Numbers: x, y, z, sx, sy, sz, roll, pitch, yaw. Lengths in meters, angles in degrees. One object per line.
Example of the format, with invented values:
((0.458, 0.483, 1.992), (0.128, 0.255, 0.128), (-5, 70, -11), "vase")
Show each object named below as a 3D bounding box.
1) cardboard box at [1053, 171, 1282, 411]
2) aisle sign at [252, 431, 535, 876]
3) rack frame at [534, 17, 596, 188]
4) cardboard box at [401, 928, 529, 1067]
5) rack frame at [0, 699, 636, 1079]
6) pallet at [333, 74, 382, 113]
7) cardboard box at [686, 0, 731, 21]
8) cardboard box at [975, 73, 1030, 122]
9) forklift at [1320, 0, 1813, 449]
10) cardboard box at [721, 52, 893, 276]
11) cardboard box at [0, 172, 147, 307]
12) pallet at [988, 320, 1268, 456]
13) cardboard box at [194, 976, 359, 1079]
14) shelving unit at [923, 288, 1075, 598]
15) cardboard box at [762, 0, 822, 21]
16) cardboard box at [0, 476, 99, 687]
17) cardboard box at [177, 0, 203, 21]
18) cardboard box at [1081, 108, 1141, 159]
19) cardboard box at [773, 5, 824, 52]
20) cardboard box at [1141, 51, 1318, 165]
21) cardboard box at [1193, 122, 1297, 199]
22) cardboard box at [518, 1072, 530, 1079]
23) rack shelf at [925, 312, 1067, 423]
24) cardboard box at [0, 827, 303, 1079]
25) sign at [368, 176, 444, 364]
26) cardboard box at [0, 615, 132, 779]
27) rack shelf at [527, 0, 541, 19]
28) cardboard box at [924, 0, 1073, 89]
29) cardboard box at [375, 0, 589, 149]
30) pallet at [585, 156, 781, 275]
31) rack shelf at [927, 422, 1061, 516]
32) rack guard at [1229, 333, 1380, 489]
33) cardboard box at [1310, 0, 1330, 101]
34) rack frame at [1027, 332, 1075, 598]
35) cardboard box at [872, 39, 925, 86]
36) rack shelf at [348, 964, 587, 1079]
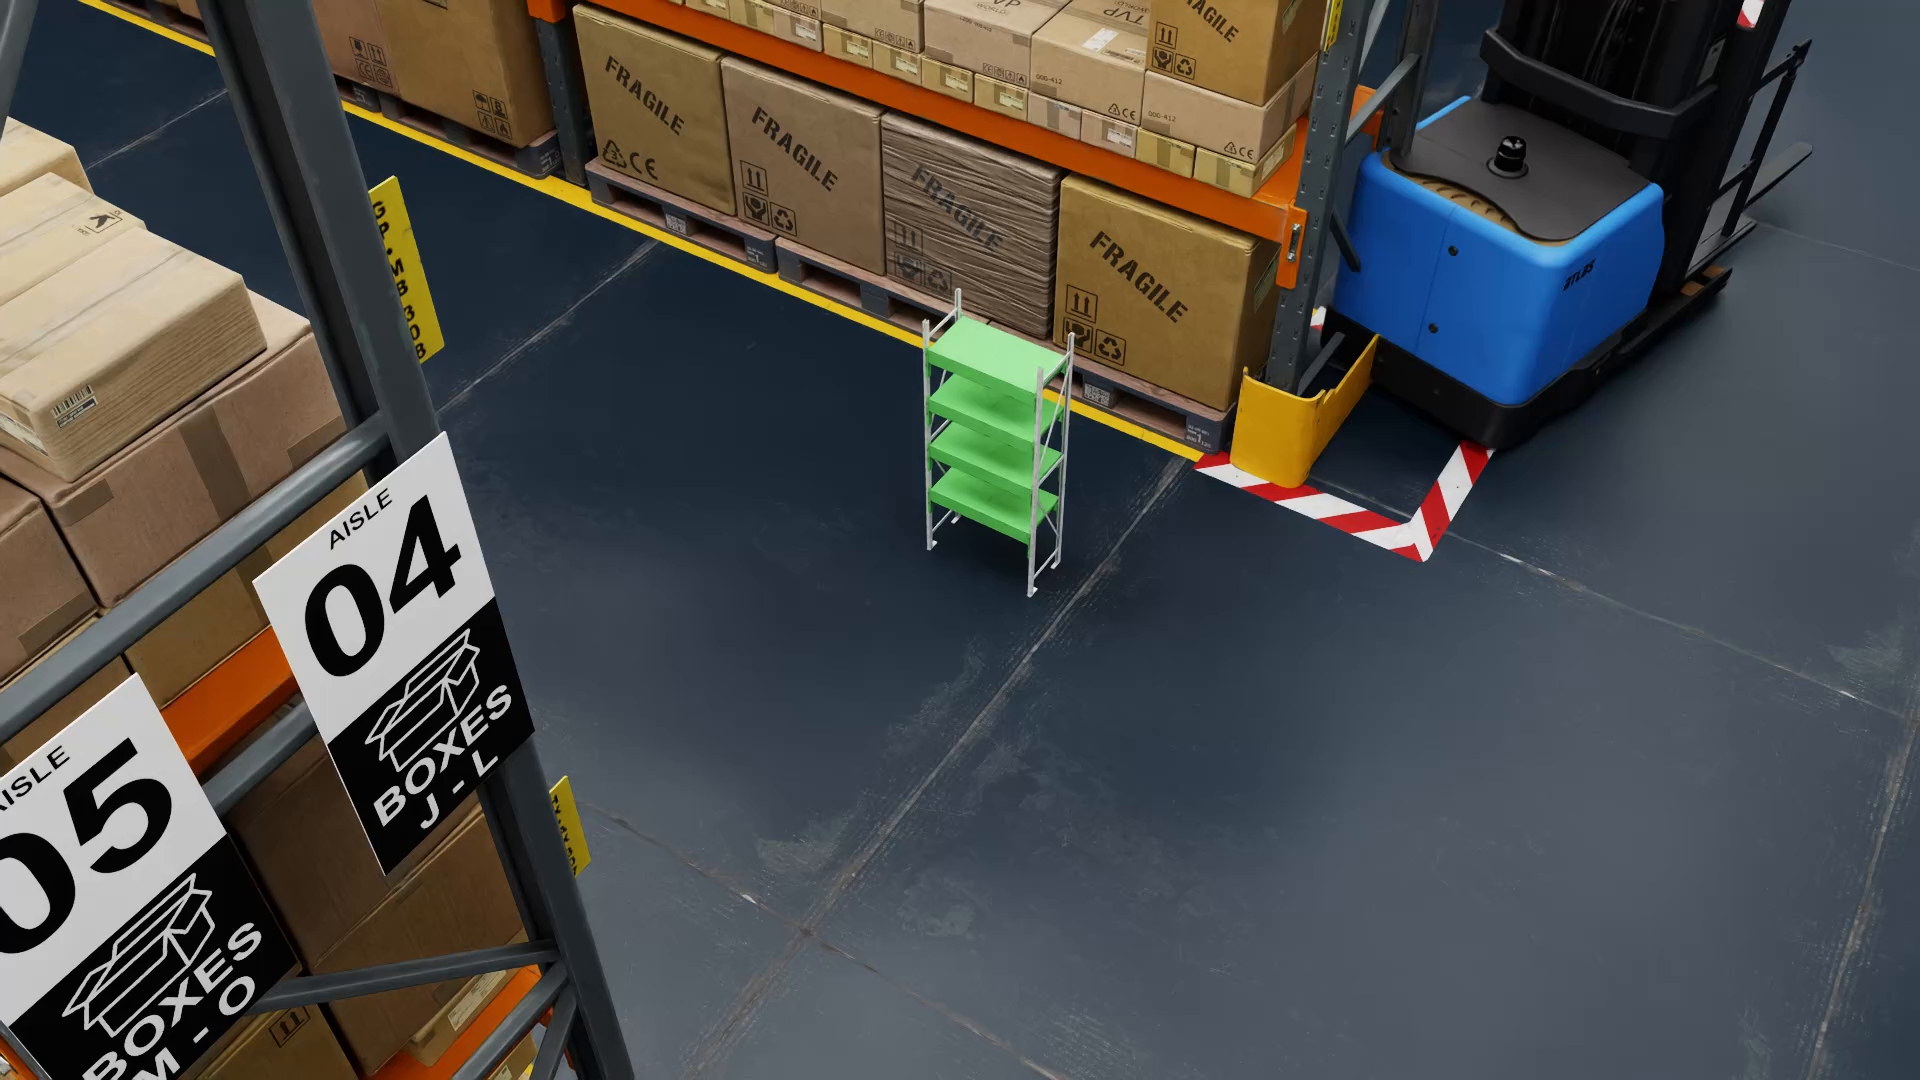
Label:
((1.019, -1.284, 7.317), (0.875, 0.875, 0.875), (25, 51, 22), "cardboard box")
((-0.939, 0.218, 2.856), (0.004, 0.787, 0.394), (25, 51, 22), "aisle sign")
((-1.767, -3.227, 8.016), (0.127, 3.000, 1.000), (25, 51, 22), "rack frame")
((-1.258, 1.041, 4.044), (0.250, 0.149, 0.380), (24, 51, 22), "cardboard box")
((-1.162, 1.277, 3.640), (0.127, 3.000, 1.000), (25, 51, 22), "rack frame")
((-3.488, -2.980, 9.721), (1.213, 0.211, 1.003), (25, 51, 22), "pallet")
((-1.032, -2.520, 7.504), (0.250, 0.149, 0.380), (23, 50, 21), "cardboard box")
((0.262, -1.925, 6.926), (0.250, 0.149, 0.380), (24, 50, 21), "cardboard box")
((3.103, -2.350, 7.212), (3.031, 2.935, 1.130), (-34, 55, -28), "forklift")
((-0.497, -1.981, 7.994), (0.875, 0.875, 0.875), (25, 51, 22), "cardboard box")
((-1.517, -0.402, 2.657), (0.250, 0.149, 0.380), (27, 51, 24), "cardboard box")
((0.885, -0.969, 7.766), (1.213, 0.211, 1.003), (25, 51, 22), "pallet")
((-1.680, 1.119, 3.515), (0.500, 0.500, 0.500), (26, 51, 23), "cardboard box")
((0.139, -0.354, 6.479), (0.503, 1.200, 0.258), (25, 51, 22), "shelving unit")
((-0.657, -2.546, 7.251), (0.500, 0.250, 0.500), (26, 51, 23), "cardboard box")
((-1.687, 0.085, 2.463), (0.500, 0.250, 0.500), (23, 50, 21), "cardboard box")
((-3.818, -3.552, 9.521), (0.875, 0.875, 1.225), (25, 51, 22), "cardboard box")
((0.691, -1.728, 6.735), (0.250, 0.149, 0.380), (25, 51, 22), "cardboard box")
((-0.606, -2.323, 7.313), (0.250, 0.149, 0.380), (25, 51, 23), "cardboard box")
((1.049, -1.757, 6.485), (0.500, 0.250, 0.500), (24, 50, 22), "cardboard box")
((1.123, -1.530, 6.542), (0.250, 0.149, 0.380), (26, 51, 23), "cardboard box")
((-1.431, 1.728, 4.896), (0.250, 0.149, 0.380), (26, 51, 23), "cardboard box")
((0.139, -0.644, 6.181), (0.480, 0.148, 0.258), (25, 51, 22), "rack shelf")
((-1.682, 0.763, 3.165), (0.500, 0.500, 0.500), (24, 50, 21), "cardboard box")
((-0.870, -0.401, 2.569), (0.005, 0.325, 0.100), (25, 51, 22), "sign")
((-1.688, 0.267, 2.634), (0.500, 0.250, 0.500), (24, 50, 21), "cardboard box")
((-3.450, -3.751, 9.027), (4.000, 0.370, 1.077), (25, 51, 22), "rack shelf")
((0.194, -2.151, 6.868), (0.500, 0.250, 0.500), (23, 50, 21), "cardboard box")
((-2.316, -2.869, 8.857), (0.875, 0.875, 1.225), (25, 51, 22), "cardboard box")
((-1.169, -1.914, 8.684), (1.213, 0.211, 1.003), (25, 51, 22), "pallet")
((0.139, -0.310, 6.525), (0.480, 0.148, 0.258), (25, 51, 22), "rack shelf")
((1.621, -0.798, 7.399), (0.348, 0.500, 1.175), (25, 51, 22), "rack guard")
((1.342, -2.079, 6.797), (0.500, 0.250, 0.500), (23, 50, 21), "cardboard box")
((0.345, -0.260, 6.387), (0.015, 1.200, 0.240), (25, 51, 22), "rack frame")
((-0.164, -2.122, 7.118), (0.250, 0.149, 0.380), (26, 51, 23), "cardboard box")
((-2.846, 0.753, 4.650), (4.000, 0.370, 1.077), (25, 51, 22), "rack shelf")
